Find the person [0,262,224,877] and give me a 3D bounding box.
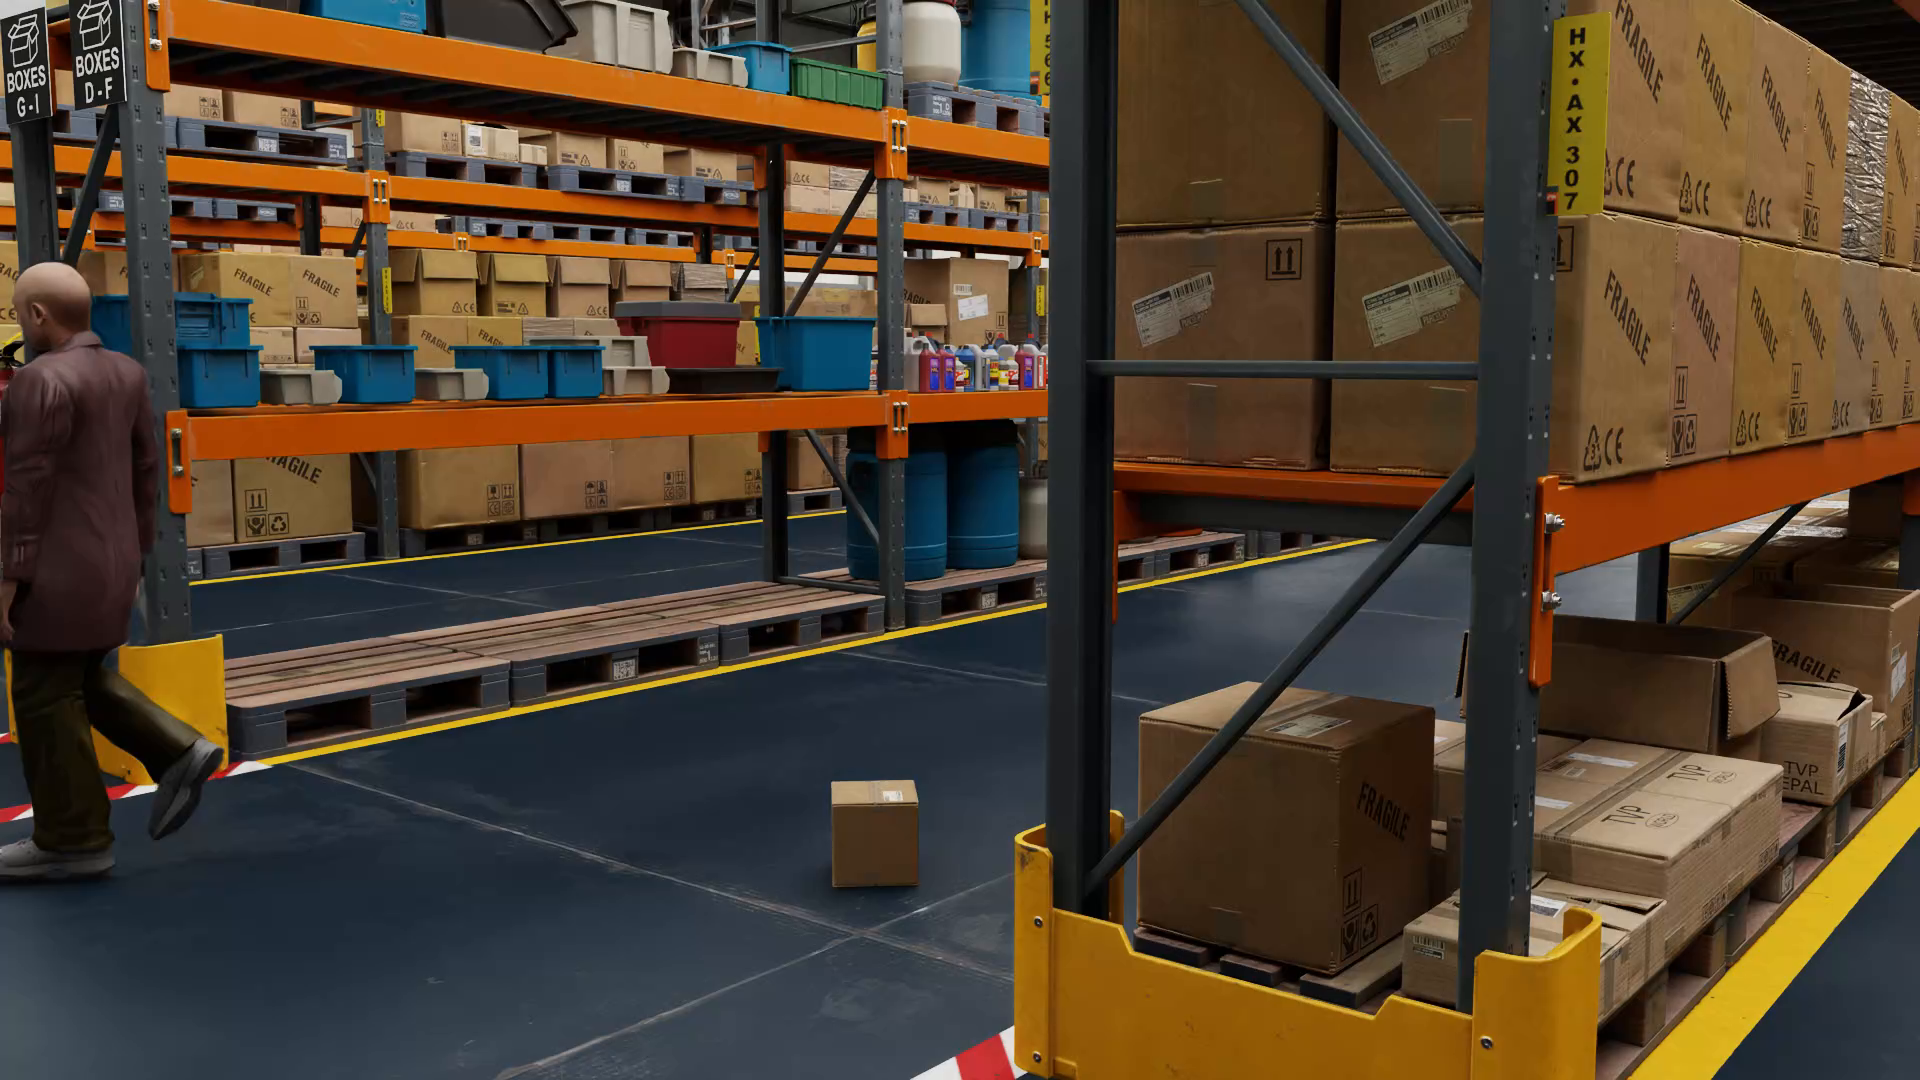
[{"bbox_3d":[-2.547,0.080,4.885,0.620,1.769,0.632,0,7,1],"label":"person"}]
